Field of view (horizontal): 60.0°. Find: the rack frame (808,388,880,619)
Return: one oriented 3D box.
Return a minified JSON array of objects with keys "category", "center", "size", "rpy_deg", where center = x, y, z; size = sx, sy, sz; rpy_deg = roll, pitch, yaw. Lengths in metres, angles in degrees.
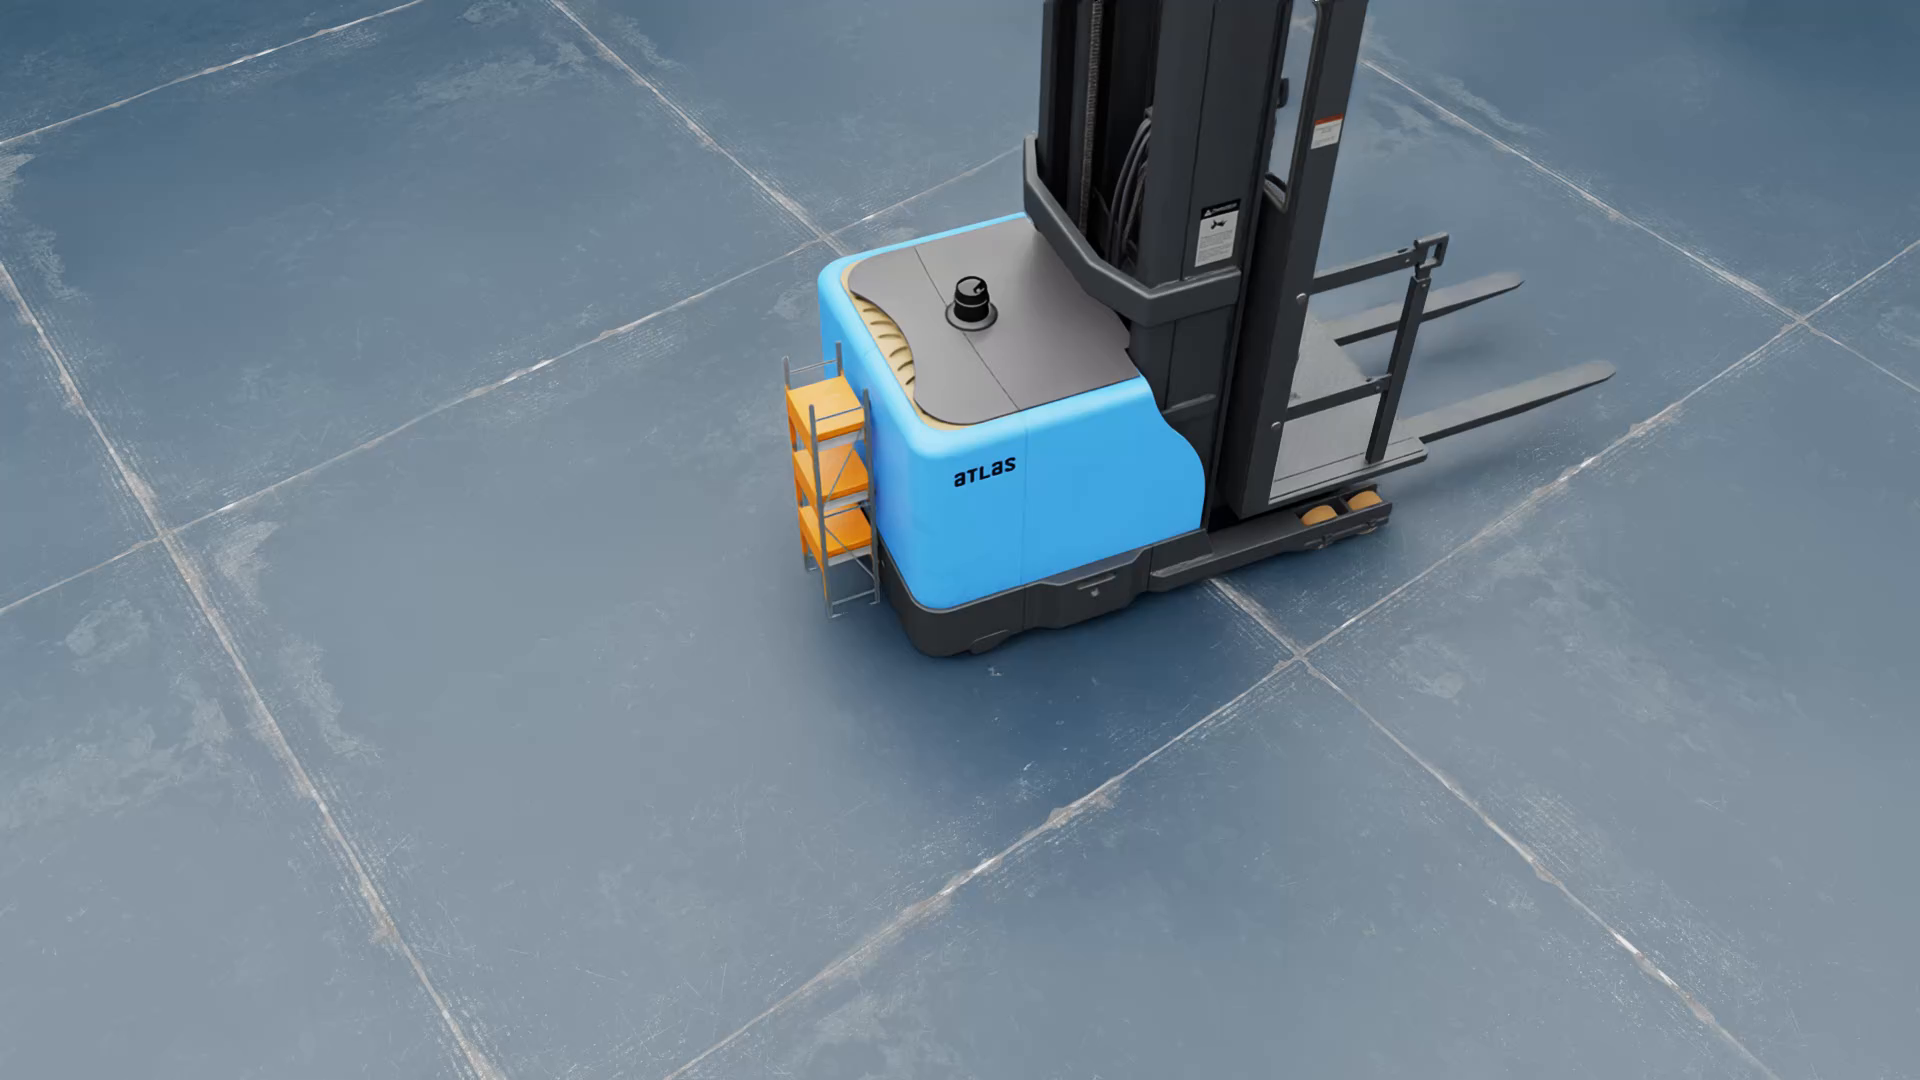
[{"category":"rack frame","center":[-0.383,-0.098,5.630],"size":[0.200,1.050,0.008],"rpy_deg":[-18,50,-16]}]

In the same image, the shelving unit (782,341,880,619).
[{"category":"shelving unit","center":[-0.432,-0.181,5.706],"size":[0.215,1.050,0.252],"rpy_deg":[-18,50,-16]}]

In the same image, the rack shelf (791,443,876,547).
[{"category":"rack shelf","center":[-0.432,-0.174,5.713],"size":[0.215,0.259,0.240],"rpy_deg":[-18,50,-16]}]

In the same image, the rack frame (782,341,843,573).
[{"category":"rack frame","center":[-0.481,-0.264,5.781],"size":[0.200,1.050,0.008],"rpy_deg":[-18,50,-16]}]

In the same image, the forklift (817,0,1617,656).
[{"category":"forklift","center":[1.067,-1.297,5.447],"size":[3.031,2.935,1.130],"rpy_deg":[-17,50,-15]}]

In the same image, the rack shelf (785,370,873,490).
[{"category":"rack shelf","center":[-0.432,-0.365,5.503],"size":[0.215,0.259,0.240],"rpy_deg":[-18,50,-16]}]

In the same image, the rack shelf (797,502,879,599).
[{"category":"rack shelf","center":[-0.432,0.013,5.919],"size":[0.215,0.259,0.240],"rpy_deg":[-18,50,-16]}]
